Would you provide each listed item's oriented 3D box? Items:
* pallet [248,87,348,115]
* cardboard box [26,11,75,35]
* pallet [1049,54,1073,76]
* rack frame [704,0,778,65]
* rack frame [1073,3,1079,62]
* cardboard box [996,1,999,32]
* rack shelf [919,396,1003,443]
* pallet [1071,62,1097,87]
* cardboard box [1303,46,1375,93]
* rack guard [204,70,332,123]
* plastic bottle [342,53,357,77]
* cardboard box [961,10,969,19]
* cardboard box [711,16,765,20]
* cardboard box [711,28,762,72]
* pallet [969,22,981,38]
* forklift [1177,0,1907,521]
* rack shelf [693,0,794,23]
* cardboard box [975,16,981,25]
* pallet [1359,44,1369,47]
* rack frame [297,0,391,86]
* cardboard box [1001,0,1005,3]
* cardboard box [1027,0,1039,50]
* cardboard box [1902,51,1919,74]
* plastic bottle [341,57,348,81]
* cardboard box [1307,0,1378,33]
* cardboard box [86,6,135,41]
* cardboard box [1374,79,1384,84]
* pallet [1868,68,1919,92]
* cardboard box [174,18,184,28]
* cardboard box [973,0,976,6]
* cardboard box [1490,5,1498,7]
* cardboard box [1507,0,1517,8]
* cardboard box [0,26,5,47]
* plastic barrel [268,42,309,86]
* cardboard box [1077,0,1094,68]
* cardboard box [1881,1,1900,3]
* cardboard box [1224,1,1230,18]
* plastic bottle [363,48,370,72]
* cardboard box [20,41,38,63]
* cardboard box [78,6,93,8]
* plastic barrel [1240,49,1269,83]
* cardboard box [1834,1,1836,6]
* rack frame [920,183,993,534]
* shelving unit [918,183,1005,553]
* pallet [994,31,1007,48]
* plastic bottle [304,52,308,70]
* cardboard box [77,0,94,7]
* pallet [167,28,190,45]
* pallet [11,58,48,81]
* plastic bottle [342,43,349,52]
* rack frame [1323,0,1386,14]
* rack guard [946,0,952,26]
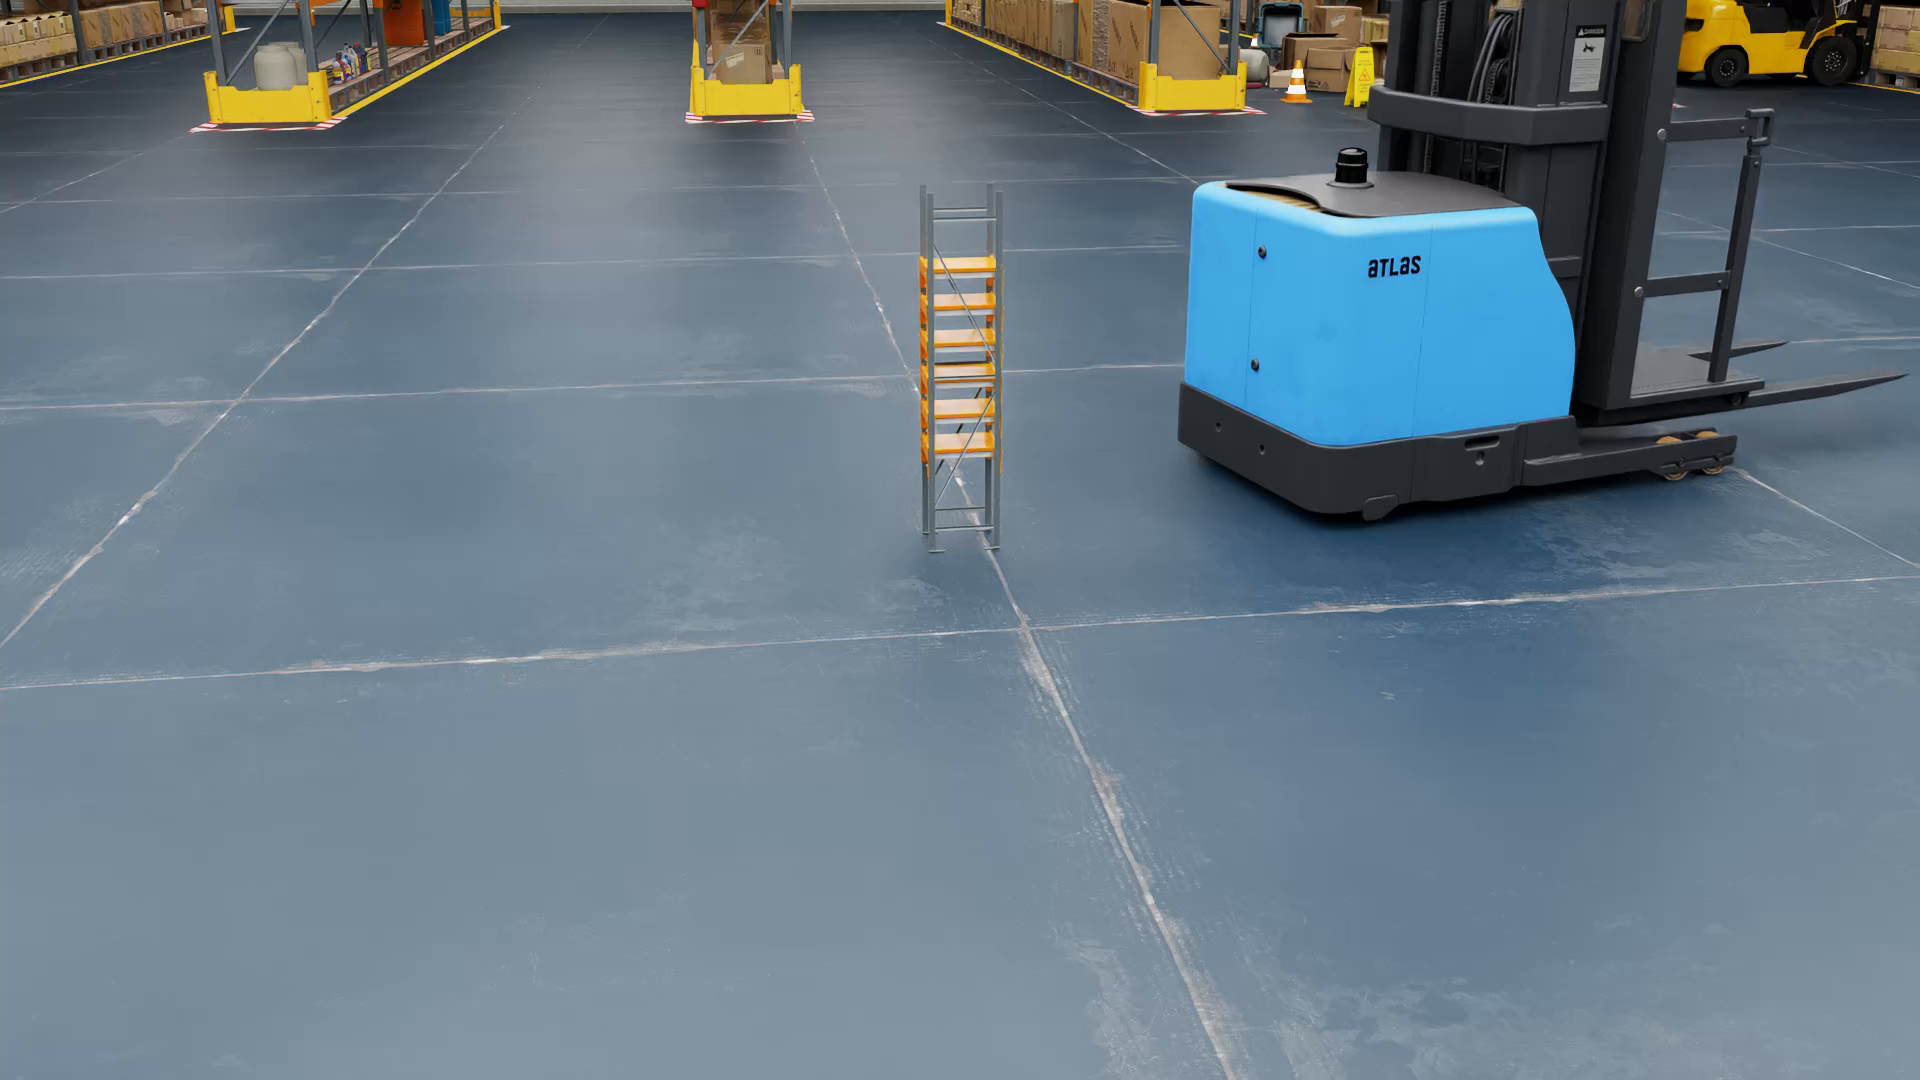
[{"bbox_3d":[-7.389,-4.816,18.309,1.003,0.211,1.213,-3,21,-8],"label":"pallet"},{"bbox_3d":[-12.956,-7.341,23.611,0.500,0.311,0.500,-2,21,-6],"label":"cardboard box"},{"bbox_3d":[1.842,-6.624,23.149,1.003,0.211,1.213,-3,21,-8],"label":"pallet"},{"bbox_3d":[-2.895,-7.452,21.380,1.000,3.000,0.127,-3,21,-8],"label":"rack frame"},{"bbox_3d":[2.028,-7.667,21.956,1.000,3.000,0.127,-3,21,-8],"label":"rack frame"},{"bbox_3d":[0.885,-8.829,28.041,0.500,0.500,0.500,-3,21,-7],"label":"cardboard box"},{"bbox_3d":[0.002,-0.403,5.550,0.258,0.103,0.180,-3,21,-8],"label":"rack shelf"},{"bbox_3d":[2.060,-6.093,21.729,1.003,0.211,1.213,-3,21,-8],"label":"pallet"},{"bbox_3d":[4.730,-5.878,20.734,0.637,0.503,0.797,17,27,39],"label":"cardboard box"},{"bbox_3d":[-7.277,-4.670,17.505,1.175,0.500,0.348,-3,21,-8],"label":"rack guard"},{"bbox_3d":[-7.324,-5.689,19.924,0.152,0.276,0.135,-3,21,-7],"label":"plastic bottle"},{"bbox_3d":[0.227,-10.045,31.798,0.380,0.149,0.250,-4,21,-10],"label":"cardboard box"},{"bbox_3d":[-3.093,-7.060,23.276,0.700,0.500,0.500,-5,21,-12],"label":"cardboard box"},{"bbox_3d":[-2.787,-6.139,20.838,0.500,0.500,0.500,4,21,9],"label":"cardboard box"},{"bbox_3d":[0.743,-9.361,30.478,1.003,0.211,1.213,-3,21,-8],"label":"pallet"},{"bbox_3d":[2.426,-1.758,6.234,3.031,2.935,1.130,-8,22,-21],"label":"forklift"},{"bbox_3d":[-2.607,-6.422,19.652,1.077,0.370,4.000,-3,21,-8],"label":"rack shelf"},{"bbox_3d":[0.481,-9.416,30.115,0.380,0.149,0.250,-3,21,-7],"label":"cardboard box"},{"bbox_3d":[6.619,-7.338,25.061,1.003,0.211,1.213,-3,21,-8],"label":"pallet"},{"bbox_3d":[-7.796,-7.202,20.711,1.000,3.000,0.127,-3,21,-8],"label":"rack frame"},{"bbox_3d":[0.952,-9.003,27.436,0.500,0.250,0.500,-2,21,-6],"label":"cardboard box"},{"bbox_3d":[1.579,-7.677,24.598,1.050,0.750,0.750,-3,21,-7],"label":"cardboard box"},{"bbox_3d":[12.019,-5.874,20.485,0.500,0.250,0.500,-3,21,-7],"label":"cardboard box"},{"bbox_3d":[-7.222,-5.507,19.444,0.097,0.271,0.097,0,20,0],"label":"plastic bottle"},{"bbox_3d":[6.318,-8.781,27.376,0.875,0.875,0.875,-3,21,-8],"label":"cardboard box"},{"bbox_3d":[-13.286,-8.081,26.008,0.500,0.500,0.500,-4,21,-10],"label":"cardboard box"},{"bbox_3d":[5.300,-5.583,20.451,0.380,0.149,0.250,8,22,20],"label":"cardboard box"},{"bbox_3d":[12.248,-5.775,20.875,1.003,0.211,1.213,-3,21,-8],"label":"pallet"},{"bbox_3d":[-13.833,-9.057,29.100,0.380,0.166,0.250,-3,21,-8],"label":"cardboard box"},{"bbox_3d":[0.447,-9.859,30.450,0.380,0.149,0.250,-3,21,-8],"label":"cardboard box"},{"bbox_3d":[6.891,-6.629,21.436,0.500,0.500,0.500,-2,21,-5],"label":"cardboard box"},{"bbox_3d":[6.962,-6.605,20.445,0.380,0.149,0.250,-3,21,-7],"label":"cardboard box"},{"bbox_3d":[-12.578,-6.454,21.237,0.500,0.311,0.500,-3,21,-8],"label":"cardboard box"},{"bbox_3d":[-7.462,-5.246,18.430,0.421,0.512,0.421,0,20,0],"label":"plastic barrel"},{"bbox_3d":[2.049,-6.647,21.662,0.875,0.875,0.875,-3,21,-7],"label":"cardboard box"},{"bbox_3d":[12.233,-7.069,22.256,0.500,0.250,0.500,-3,21,-7],"label":"cardboard box"},{"bbox_3d":[5.644,-10.250,31.936,0.875,0.438,0.875,-4,21,-9],"label":"cardboard box"},{"bbox_3d":[-7.400,-5.985,20.708,0.061,0.283,0.133,-2,21,-5],"label":"plastic bottle"},{"bbox_3d":[-12.733,-6.546,22.286,0.500,0.250,0.500,-3,21,-7],"label":"cardboard box"},{"bbox_3d":[-13.798,-8.046,25.915,0.500,0.500,0.500,-4,21,-10],"label":"cardboard box"},{"bbox_3d":[3.709,-6.144,21.563,0.512,0.421,0.421,12,24,30],"label":"plastic barrel"},{"bbox_3d":[11.729,-7.048,22.199,0.500,0.250,0.500,-2,21,-6],"label":"cardboard box"},{"bbox_3d":[-0.011,-0.589,5.578,0.240,1.200,0.006,-3,21,-8],"label":"rack frame"},{"bbox_3d":[0.002,-0.557,5.493,0.258,1.200,0.189,-3,21,-8],"label":"shelving unit"},{"bbox_3d":[1.167,-8.438,28.005,1.003,0.211,1.213,-3,21,-8],"label":"pallet"},{"bbox_3d":[-7.950,-5.785,20.189,0.097,0.271,0.097,0,20,0],"label":"plastic bottle"},{"bbox_3d":[-13.806,-8.410,25.818,0.500,0.250,0.500,-3,21,-9],"label":"cardboard box"},{"bbox_3d":[-13.950,-8.655,28.587,1.003,0.211,1.213,-3,21,-8],"label":"pallet"},{"bbox_3d":[-13.022,-6.323,22.345,1.003,0.211,1.213,-3,21,-8],"label":"pallet"},{"bbox_3d":[-7.561,-5.951,20.520,0.144,0.351,0.185,-3,21,-8],"label":"plastic bottle"},{"bbox_3d":[6.335,-9.336,26.426,1.000,3.000,0.127,-3,21,-8],"label":"rack frame"},{"bbox_3d":[0.309,-10.624,33.447,1.175,0.500,0.348,-3,21,-8],"label":"rack guard"}]
